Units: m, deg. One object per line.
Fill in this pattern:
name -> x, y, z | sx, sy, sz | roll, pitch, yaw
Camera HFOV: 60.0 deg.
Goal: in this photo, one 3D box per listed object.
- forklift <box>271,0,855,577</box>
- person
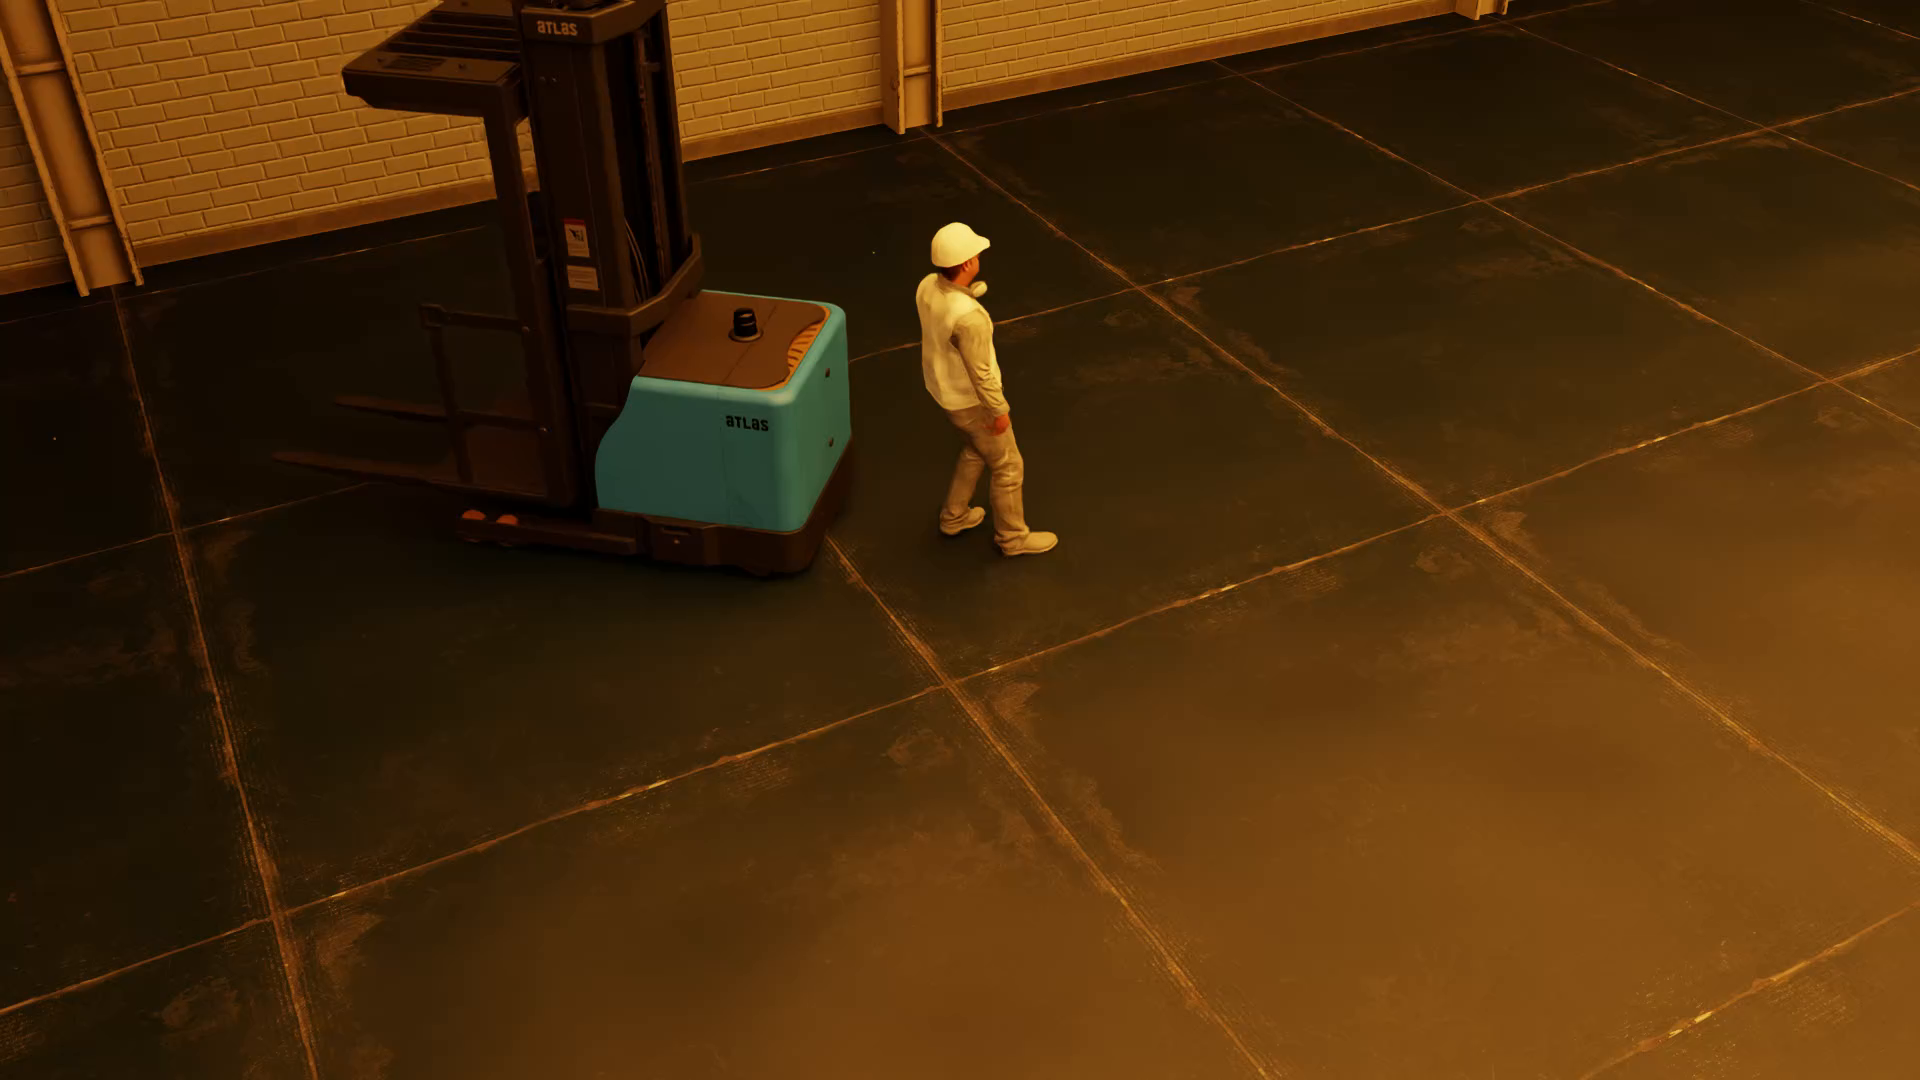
forklift -> -2.142, -1.449, 8.173 | 3.031, 2.935, 1.130 | 7, 36, 10
person -> 0.120, -0.770, 8.261 | 0.599, 1.749, 0.678 | -13, 37, -18
